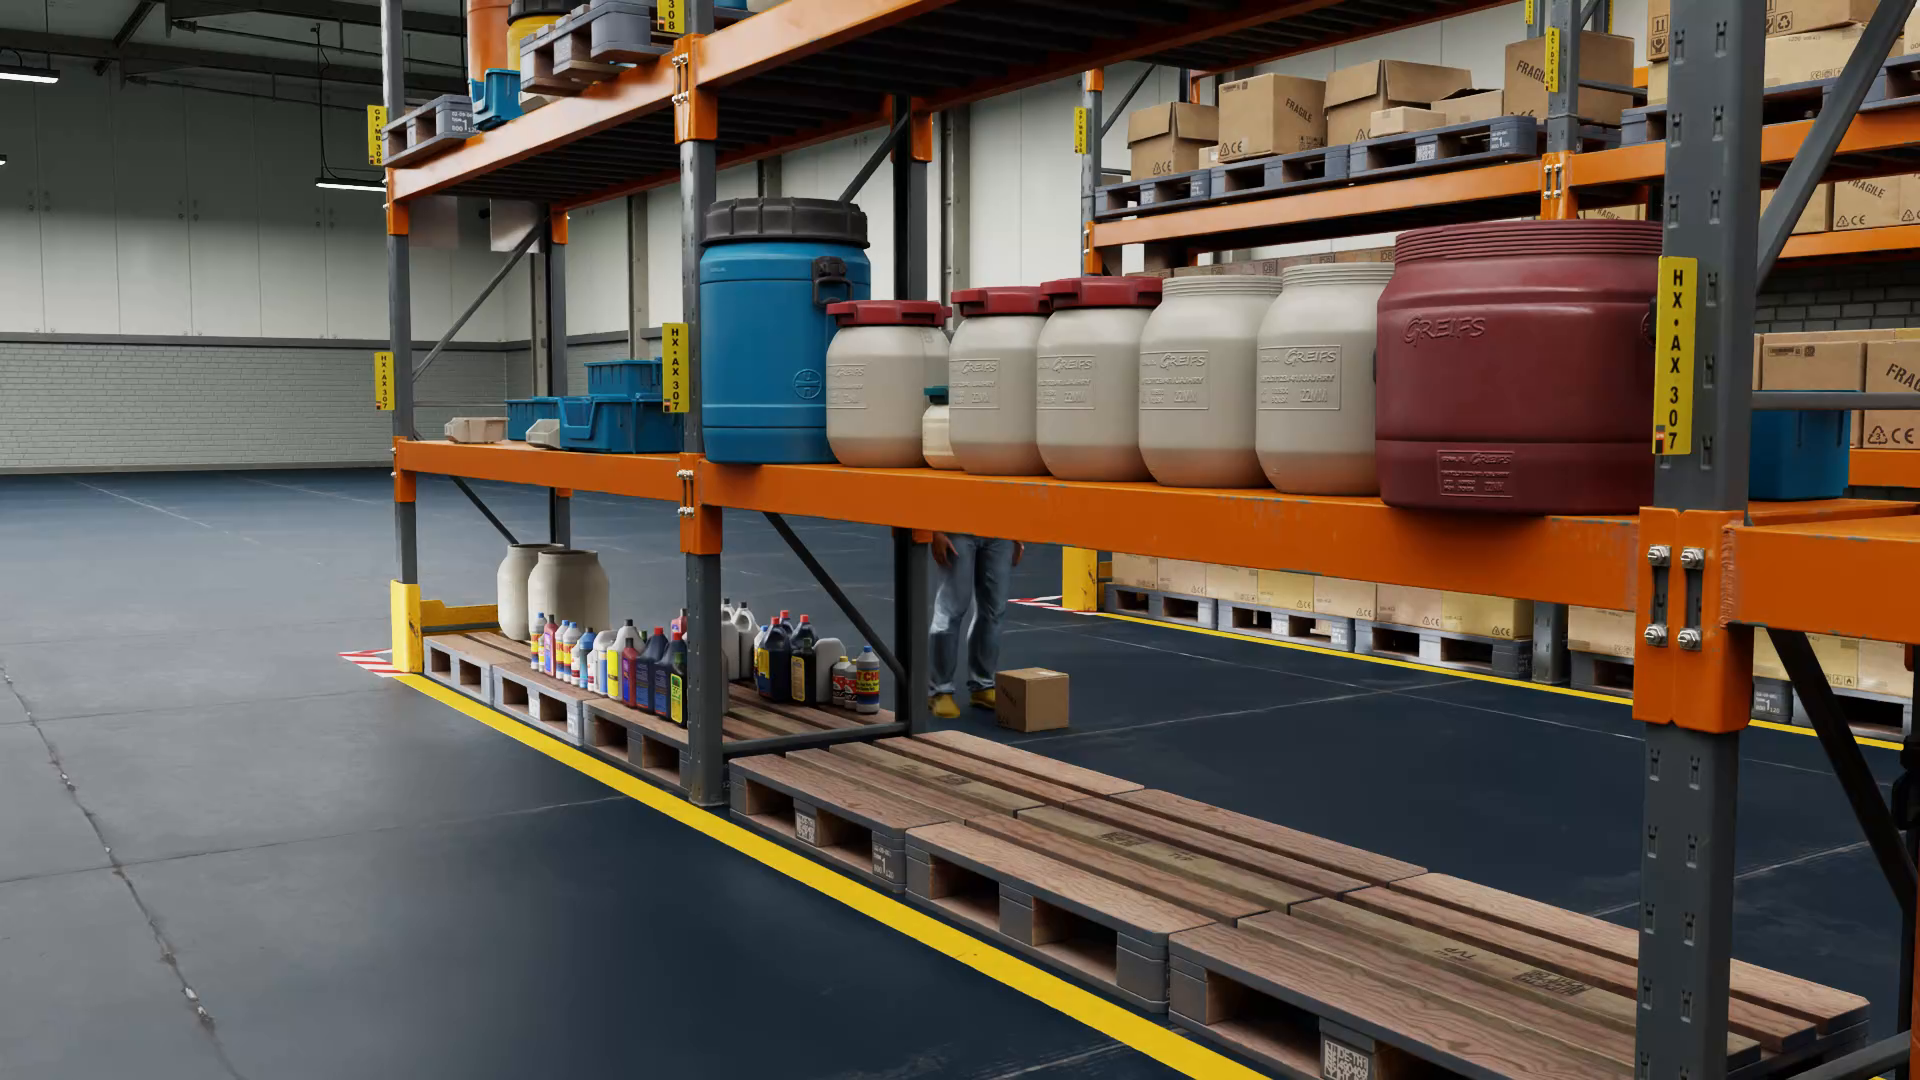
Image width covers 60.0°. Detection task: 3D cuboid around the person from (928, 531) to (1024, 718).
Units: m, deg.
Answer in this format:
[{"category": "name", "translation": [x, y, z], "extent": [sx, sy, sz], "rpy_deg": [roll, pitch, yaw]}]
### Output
[{"category": "person", "translation": [0.068, -0.030, 8.169], "extent": [0.562, 1.782, 0.350], "rpy_deg": [-3, 5, -32]}]
